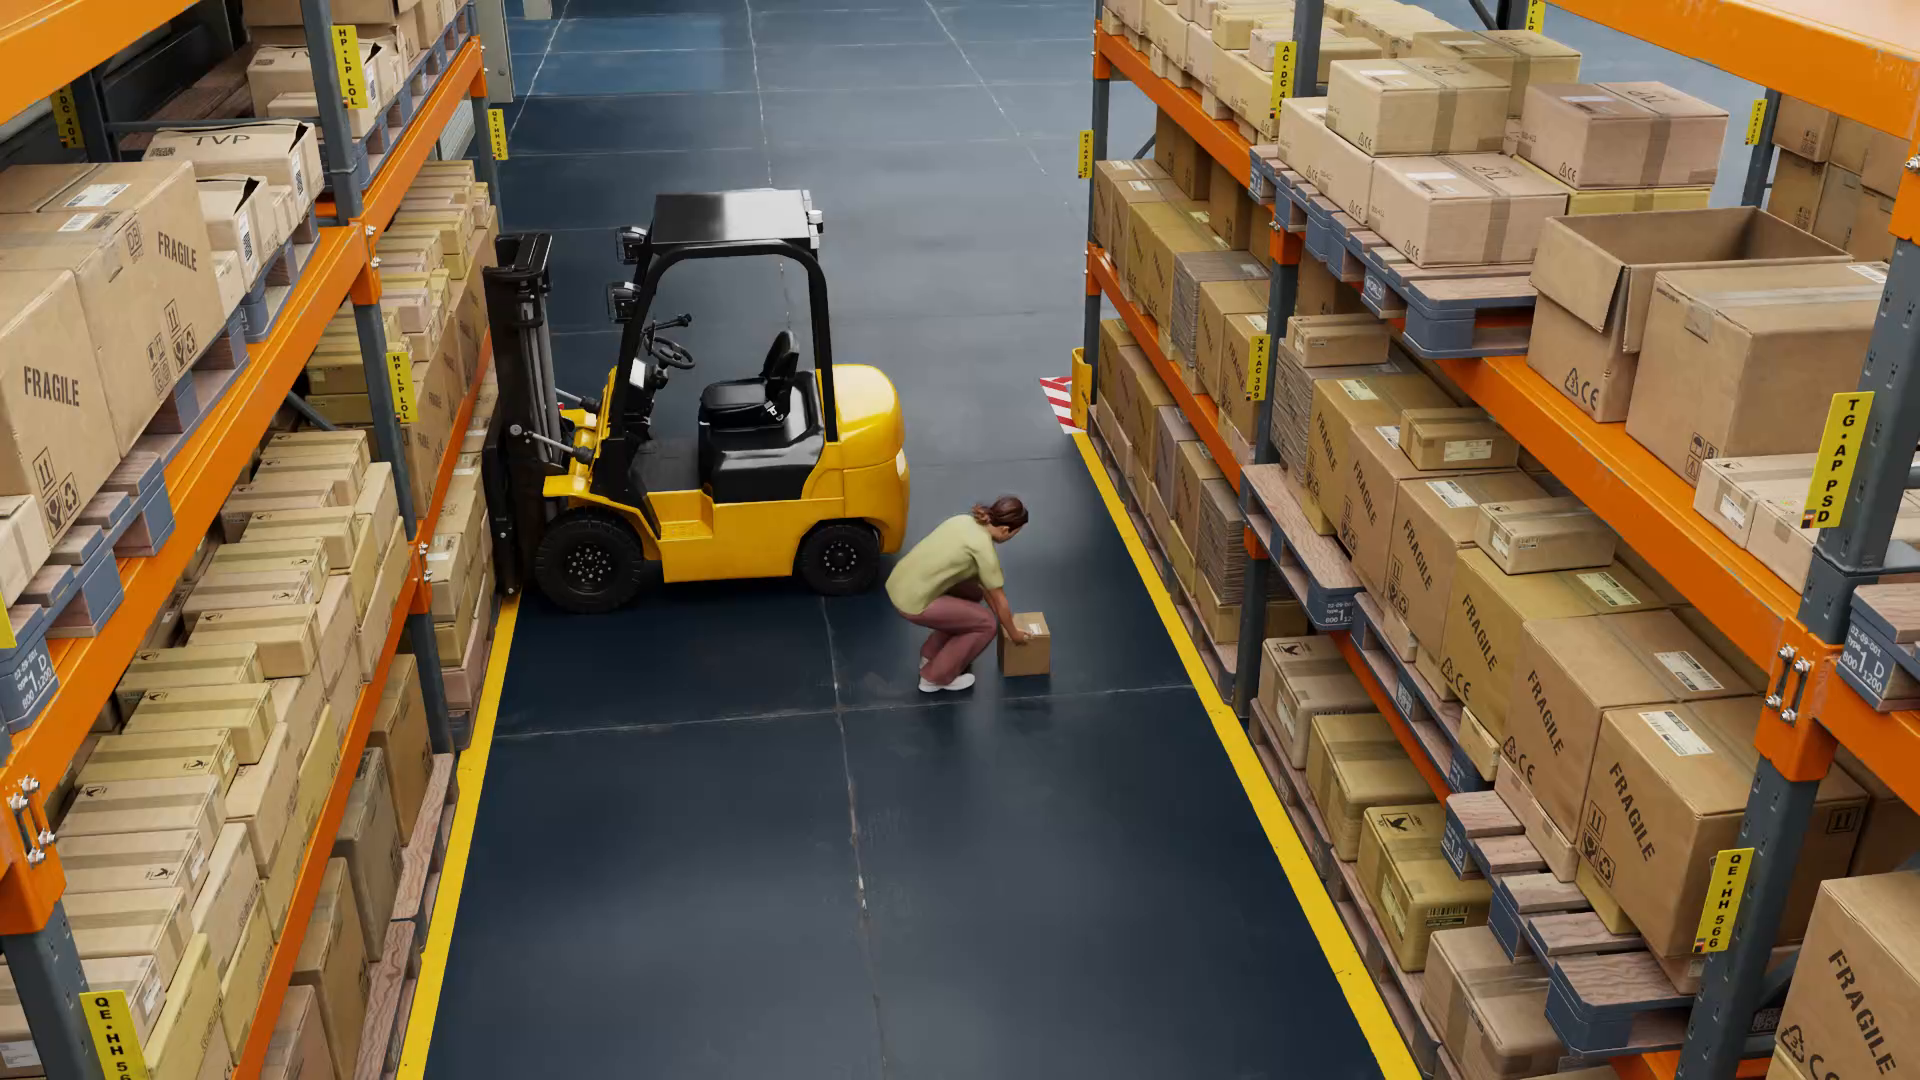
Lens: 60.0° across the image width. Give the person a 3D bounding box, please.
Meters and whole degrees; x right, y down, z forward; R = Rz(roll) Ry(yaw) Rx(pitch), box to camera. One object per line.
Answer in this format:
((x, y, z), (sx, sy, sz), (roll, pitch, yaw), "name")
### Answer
((-0.012, 0.322, 8.865), (0.782, 0.881, 0.494), (-7, 28, -14), "person")
